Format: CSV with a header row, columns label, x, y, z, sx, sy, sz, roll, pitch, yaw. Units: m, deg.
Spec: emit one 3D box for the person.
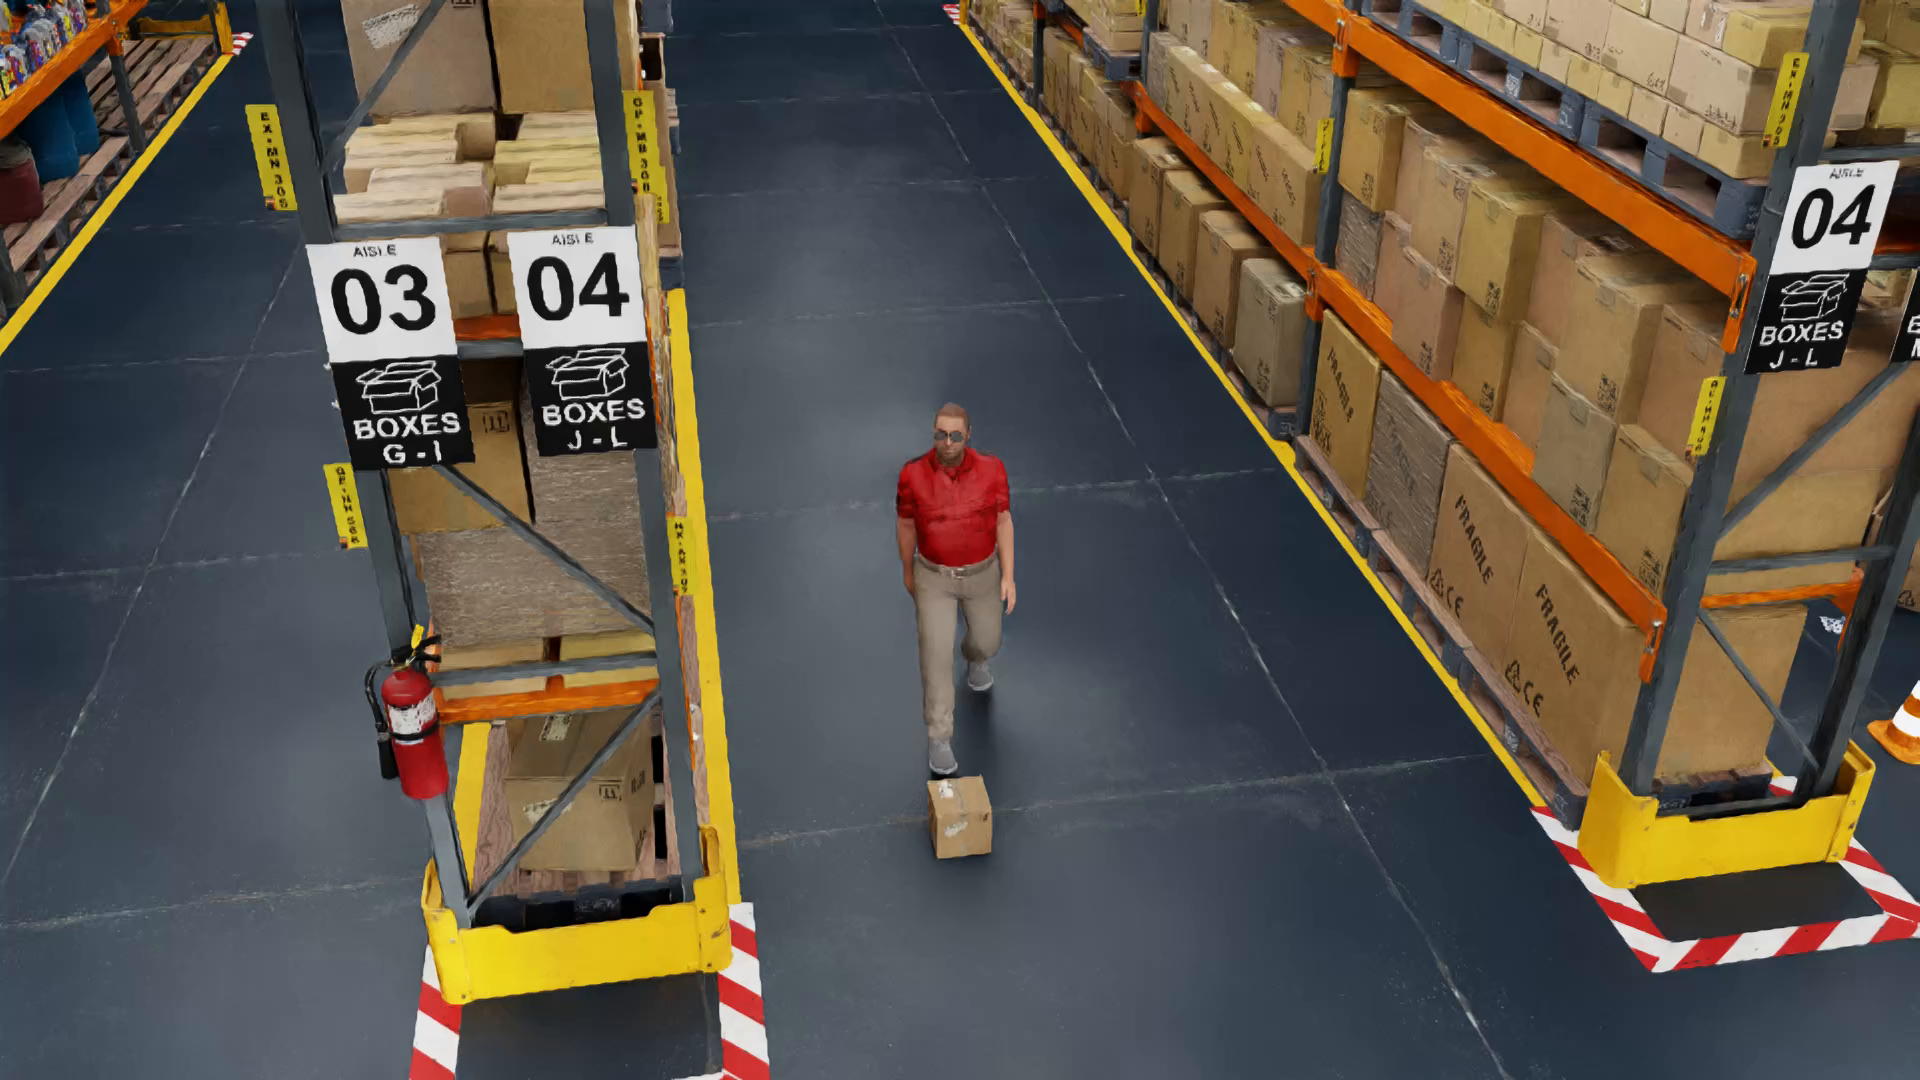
label,x,y,z,sx,sy,sz,roll,pitch,yaw
person,-0.007,0.187,7.838,0.534,1.690,0.898,-5,31,-8
